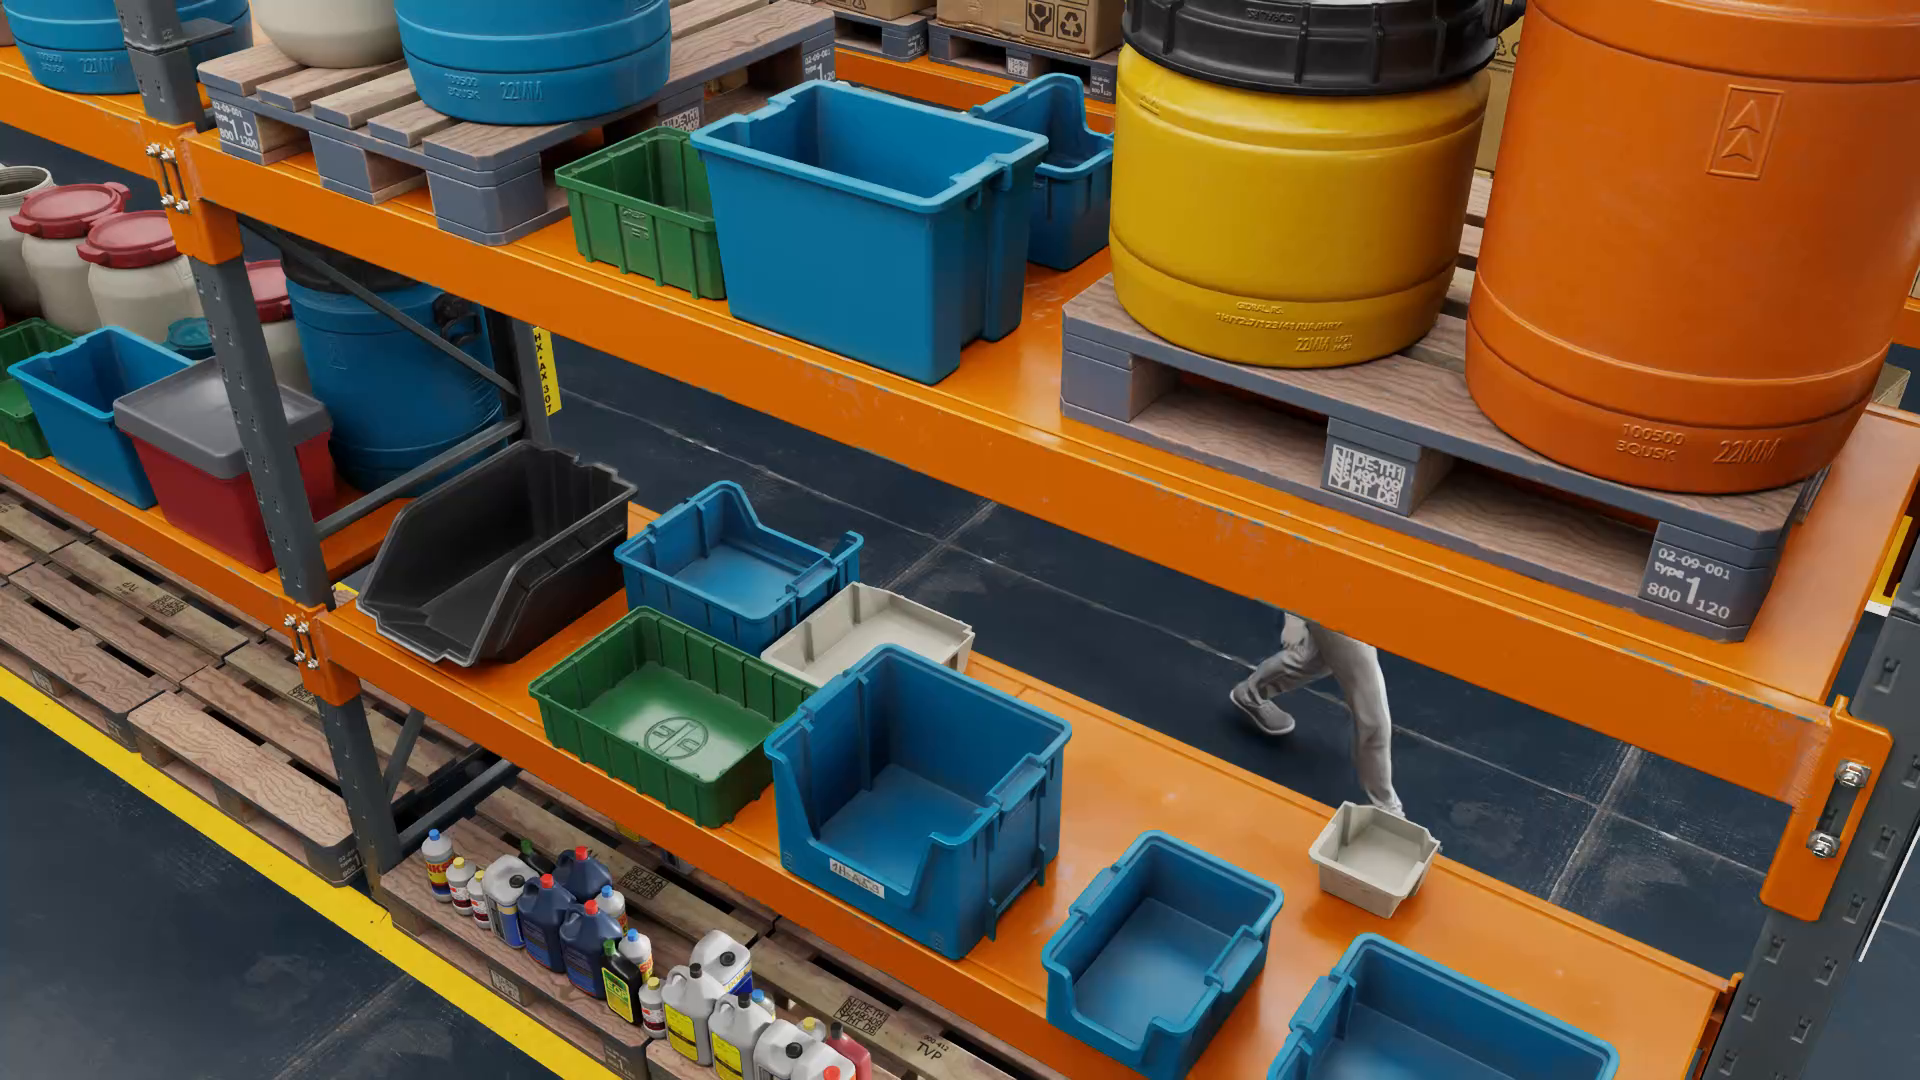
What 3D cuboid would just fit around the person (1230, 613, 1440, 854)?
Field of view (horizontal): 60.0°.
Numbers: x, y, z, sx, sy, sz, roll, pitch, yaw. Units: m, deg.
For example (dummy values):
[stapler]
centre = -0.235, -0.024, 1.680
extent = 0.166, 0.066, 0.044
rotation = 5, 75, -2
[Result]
[person]
centre = 1.392, 0.230, 5.778
extent = 0.488, 1.631, 1.027
rotation = -29, 44, -35
